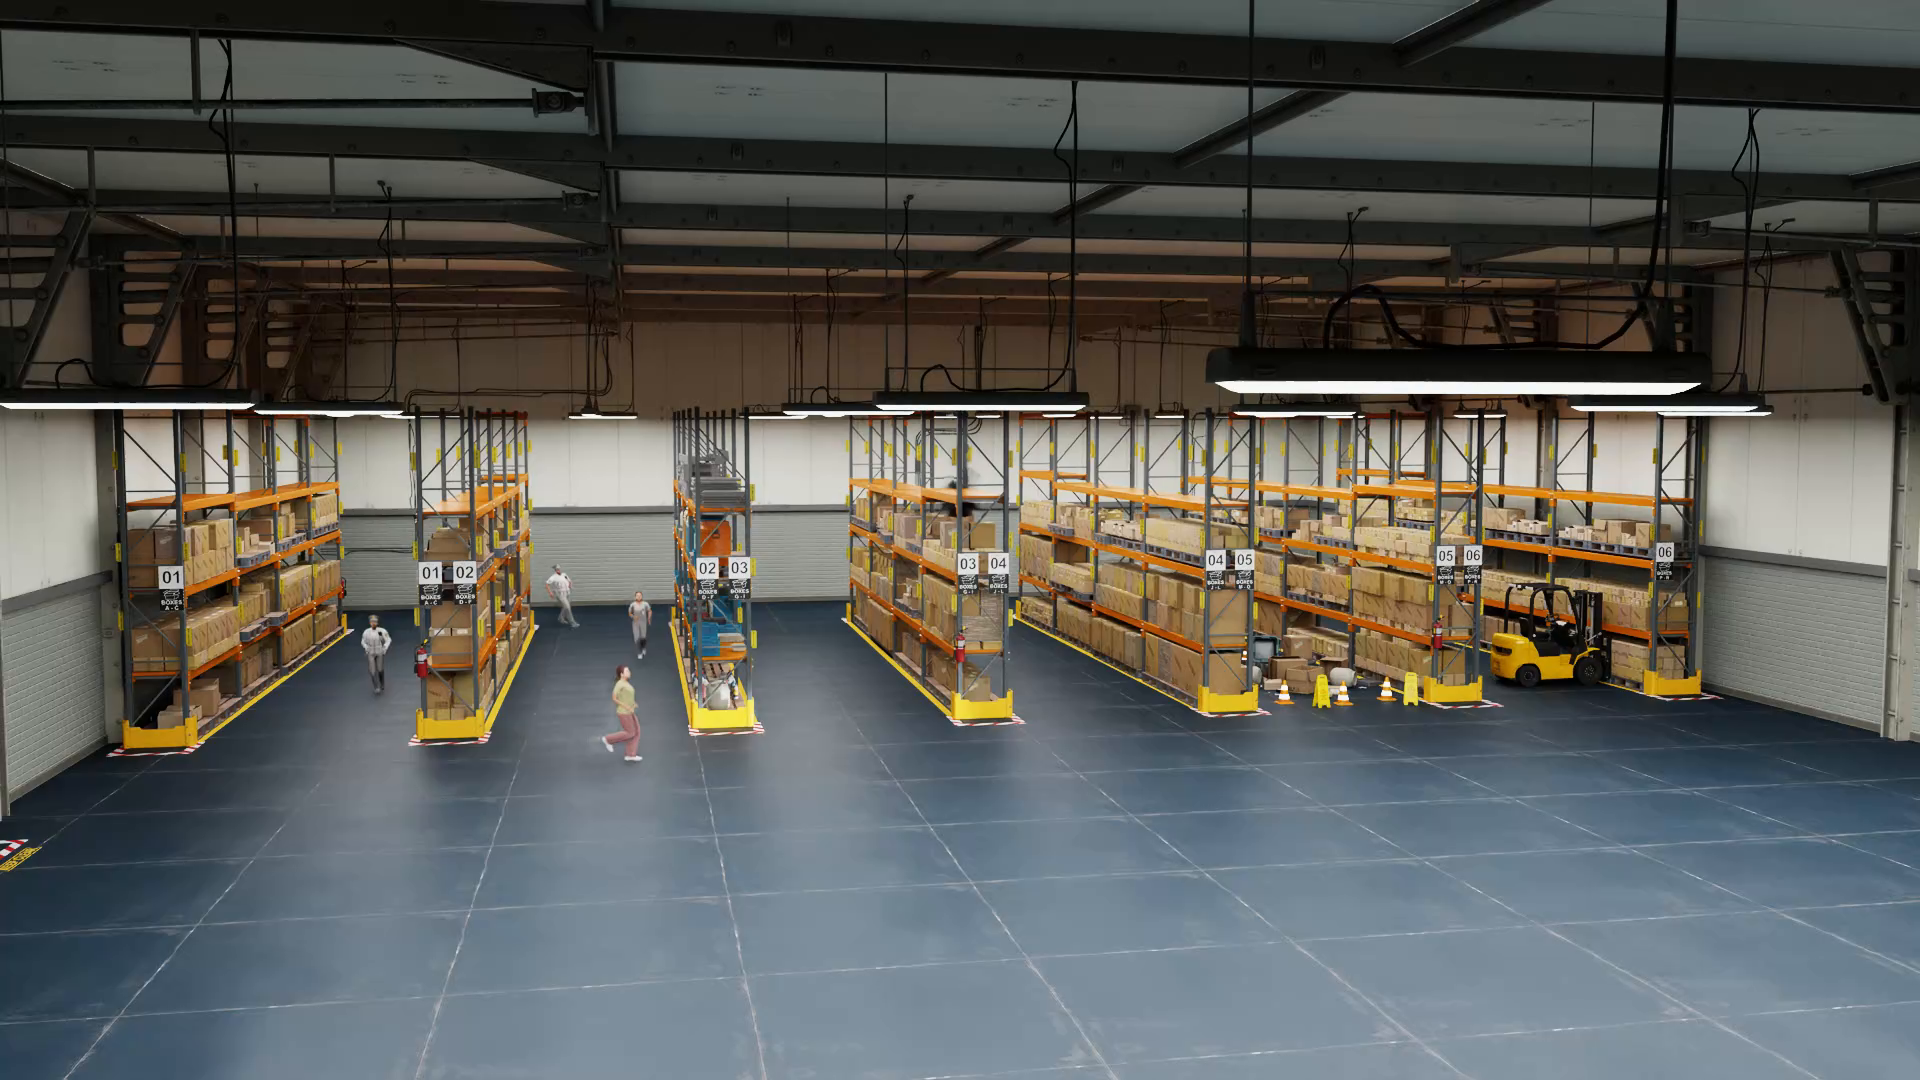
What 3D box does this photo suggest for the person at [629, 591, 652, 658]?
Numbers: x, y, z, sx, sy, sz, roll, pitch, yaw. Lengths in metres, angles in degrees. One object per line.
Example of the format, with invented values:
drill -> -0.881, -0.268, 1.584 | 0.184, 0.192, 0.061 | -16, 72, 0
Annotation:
person -> -7.722, 2.050, 40.151 | 0.552, 1.632, 0.556 | -1, 4, -10

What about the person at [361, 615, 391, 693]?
person -> -12.293, 2.402, 34.981 | 0.589, 1.653, 0.528 | -1, 4, -13

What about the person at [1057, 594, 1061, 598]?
person -> 2.888, 1.335, 49.997 | 0.735, 1.718, 0.588 | -2, 4, -25

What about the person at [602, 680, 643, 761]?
person -> -5.691, 3.039, 28.090 | 0.677, 1.378, 0.542 | 0, 4, 6

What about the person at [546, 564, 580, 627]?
person -> -11.046, 1.540, 46.428 | 0.947, 1.727, 0.702 | 2, 5, 31
